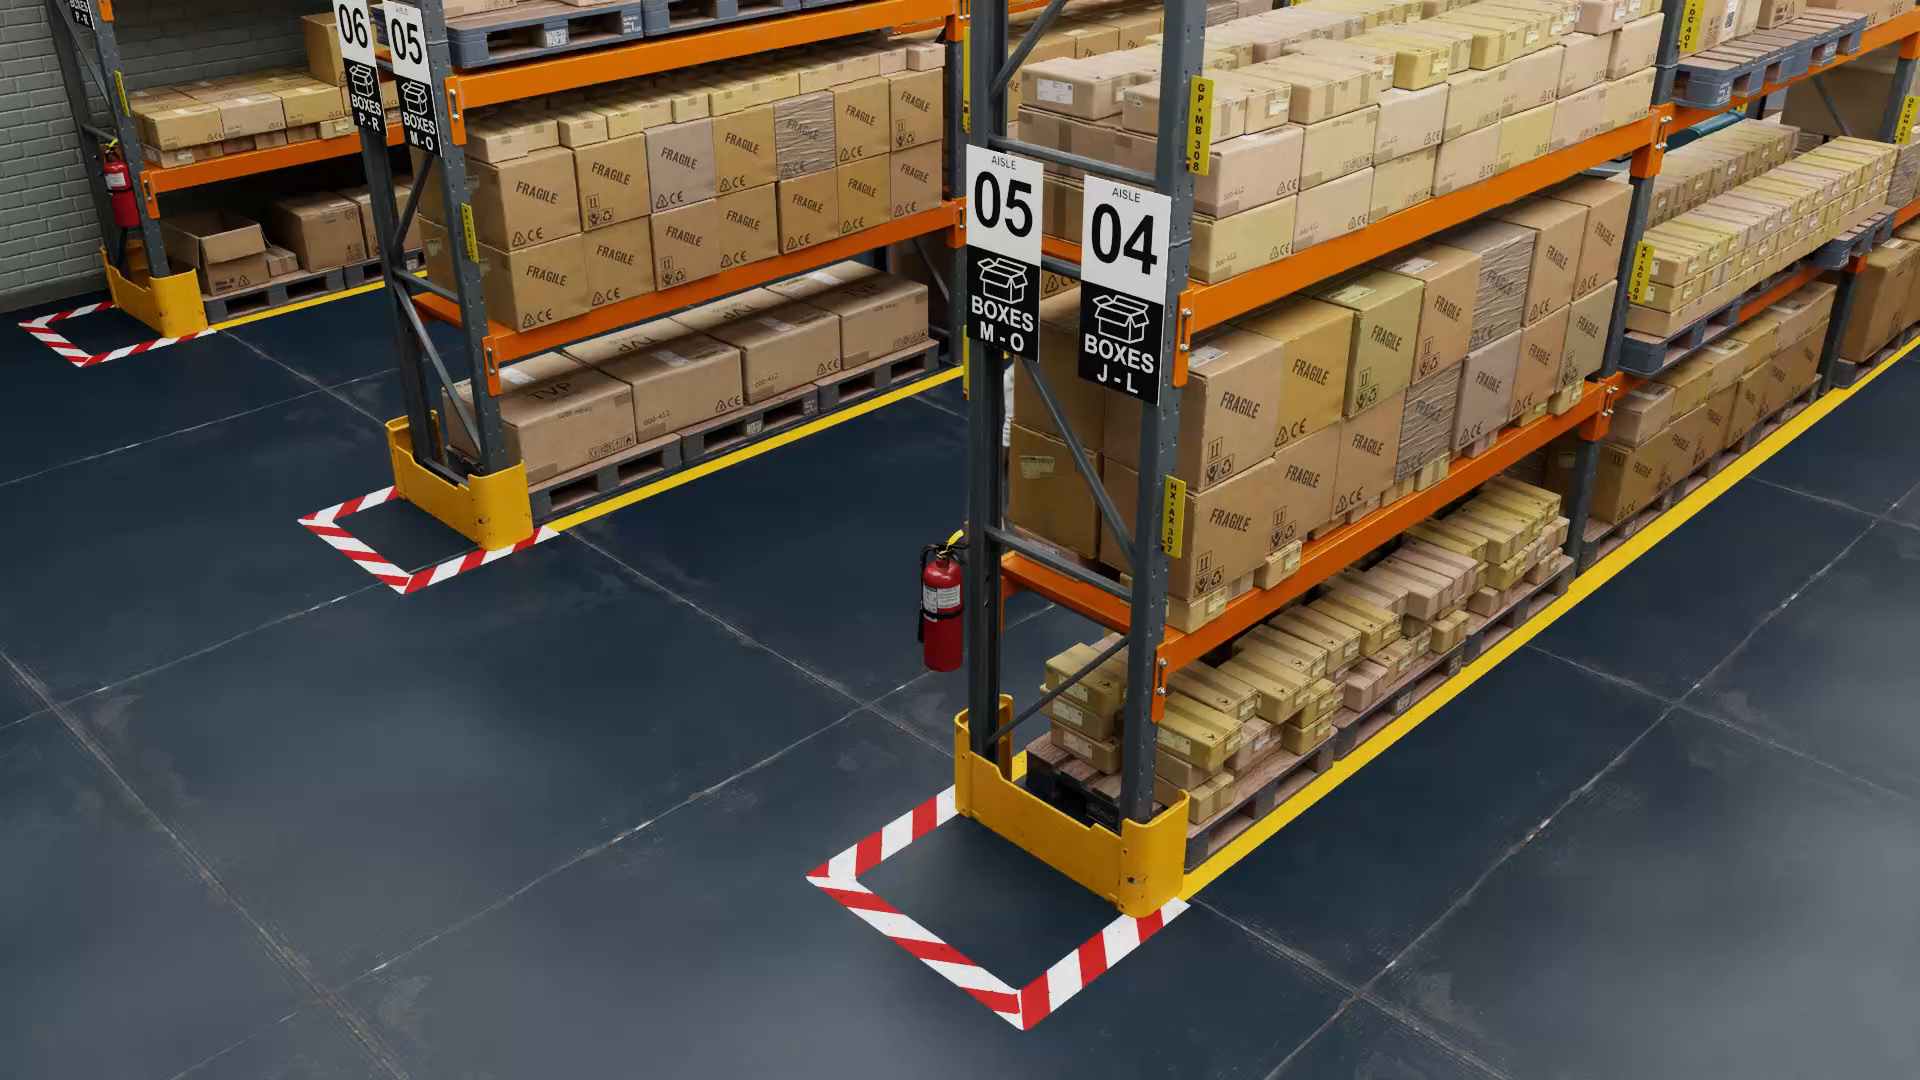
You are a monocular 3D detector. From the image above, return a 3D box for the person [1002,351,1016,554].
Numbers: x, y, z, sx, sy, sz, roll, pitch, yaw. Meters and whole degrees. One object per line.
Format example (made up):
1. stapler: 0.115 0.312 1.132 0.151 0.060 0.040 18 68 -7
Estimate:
1. person: 0.371 -0.518 9.602 0.377 1.592 0.469 23 36 36
